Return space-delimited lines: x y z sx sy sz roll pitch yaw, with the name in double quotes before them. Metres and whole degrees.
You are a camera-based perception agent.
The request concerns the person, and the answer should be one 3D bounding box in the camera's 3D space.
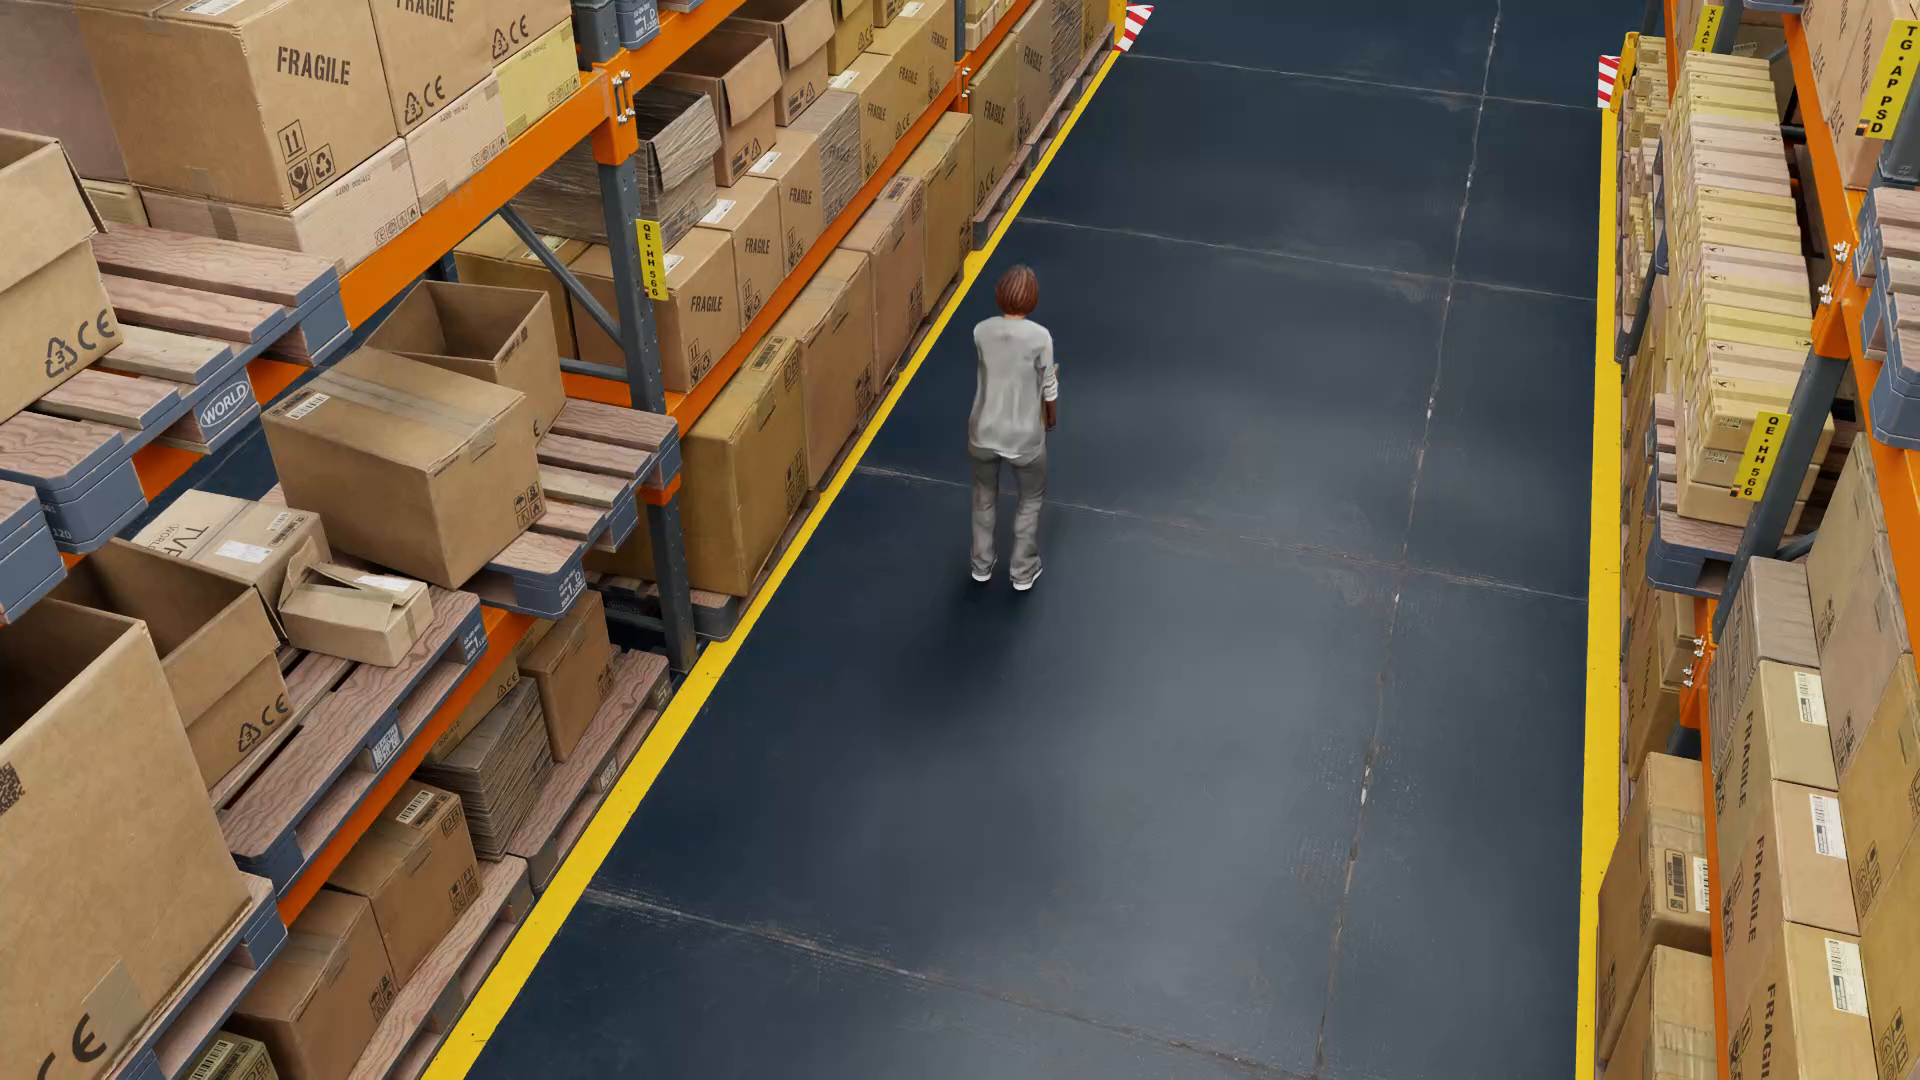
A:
"person" 0.237 -0.500 7.584 0.373 1.560 0.533 10 39 13
